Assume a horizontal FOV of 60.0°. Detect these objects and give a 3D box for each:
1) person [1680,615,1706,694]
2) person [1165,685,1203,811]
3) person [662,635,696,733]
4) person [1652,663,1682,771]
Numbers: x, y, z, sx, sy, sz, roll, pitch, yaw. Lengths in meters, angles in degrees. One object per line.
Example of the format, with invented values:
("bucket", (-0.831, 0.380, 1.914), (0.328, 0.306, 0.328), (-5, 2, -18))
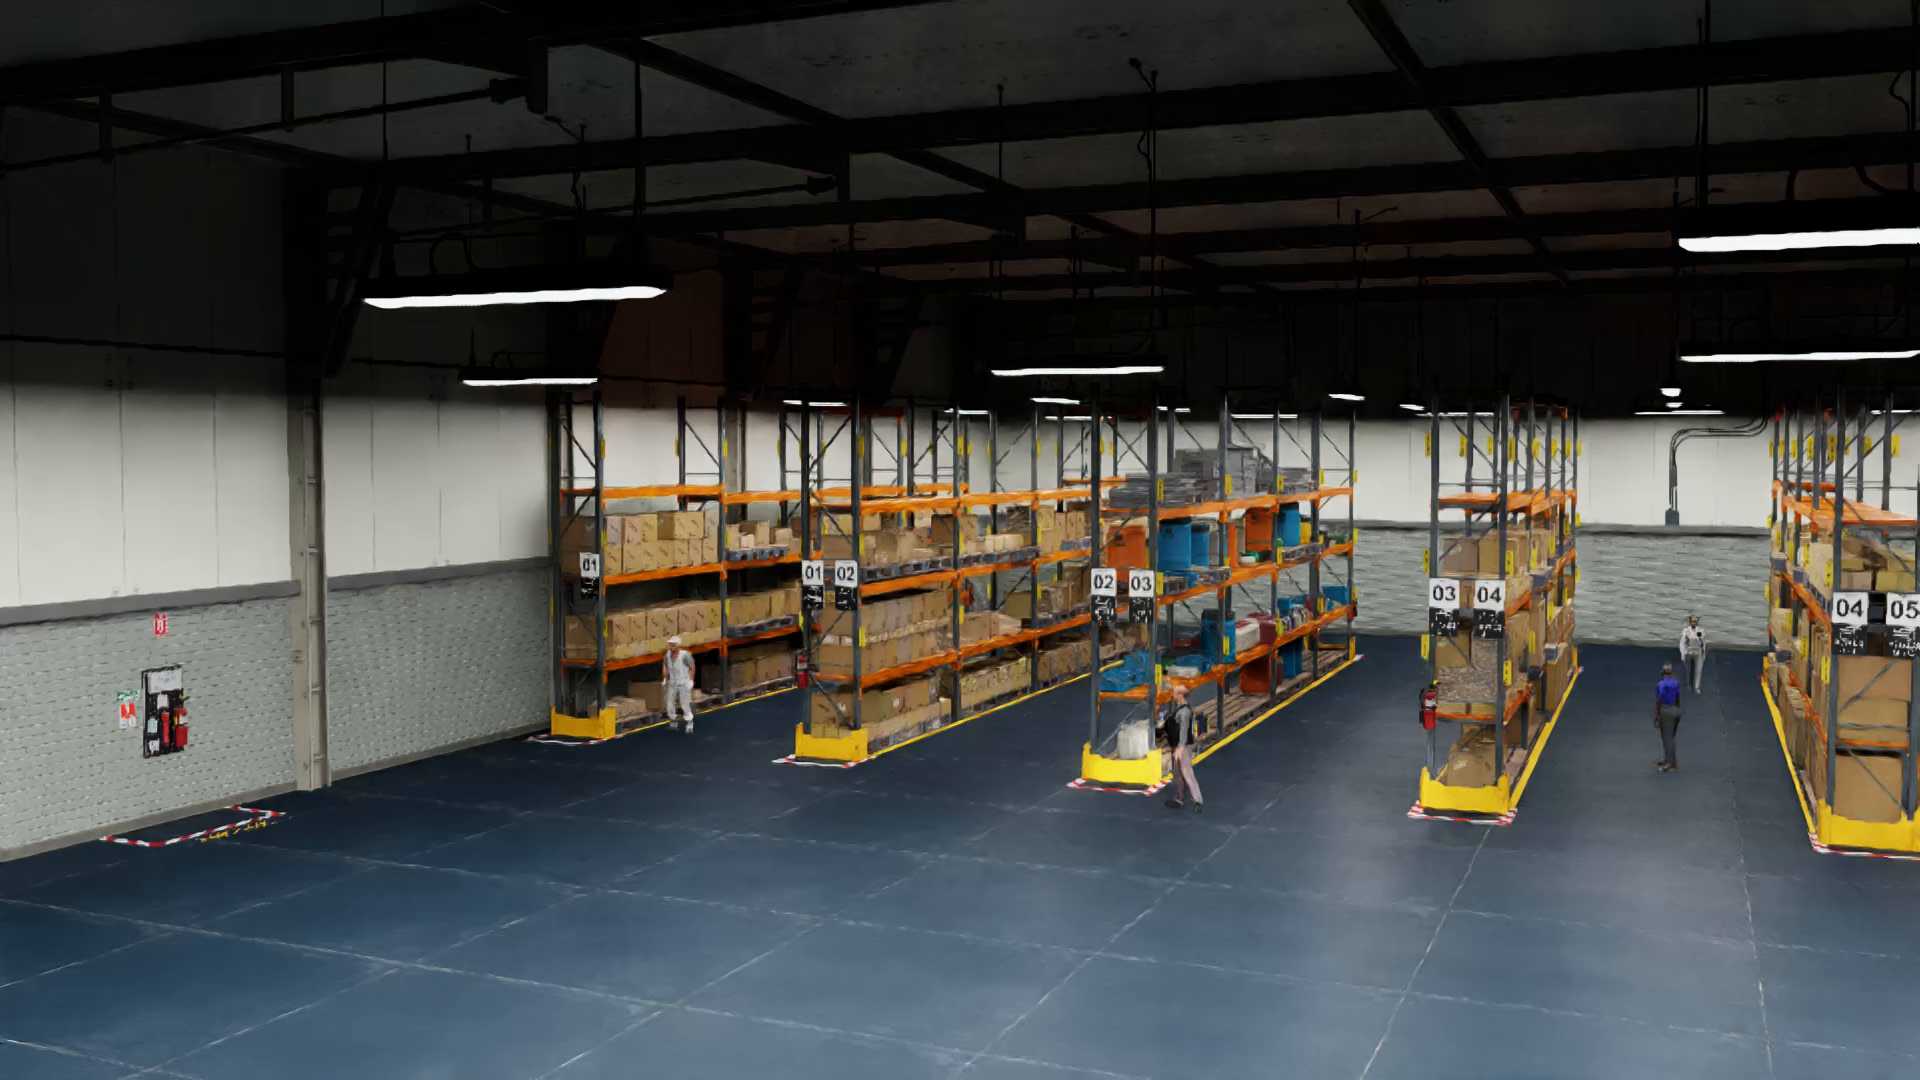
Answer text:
("person", (14.981, 2.310, 33.998), (0.495, 1.589, 1.086), (2, 3, 26))
("person", (3.123, 2.876, 23.067), (0.475, 1.718, 0.708), (0, 3, -4))
("person", (-4.946, 2.528, 29.180), (0.677, 1.742, 0.552), (1, 3, 21))
("person", (10.988, 2.731, 25.886), (0.574, 1.653, 0.551), (-2, 4, -34))
